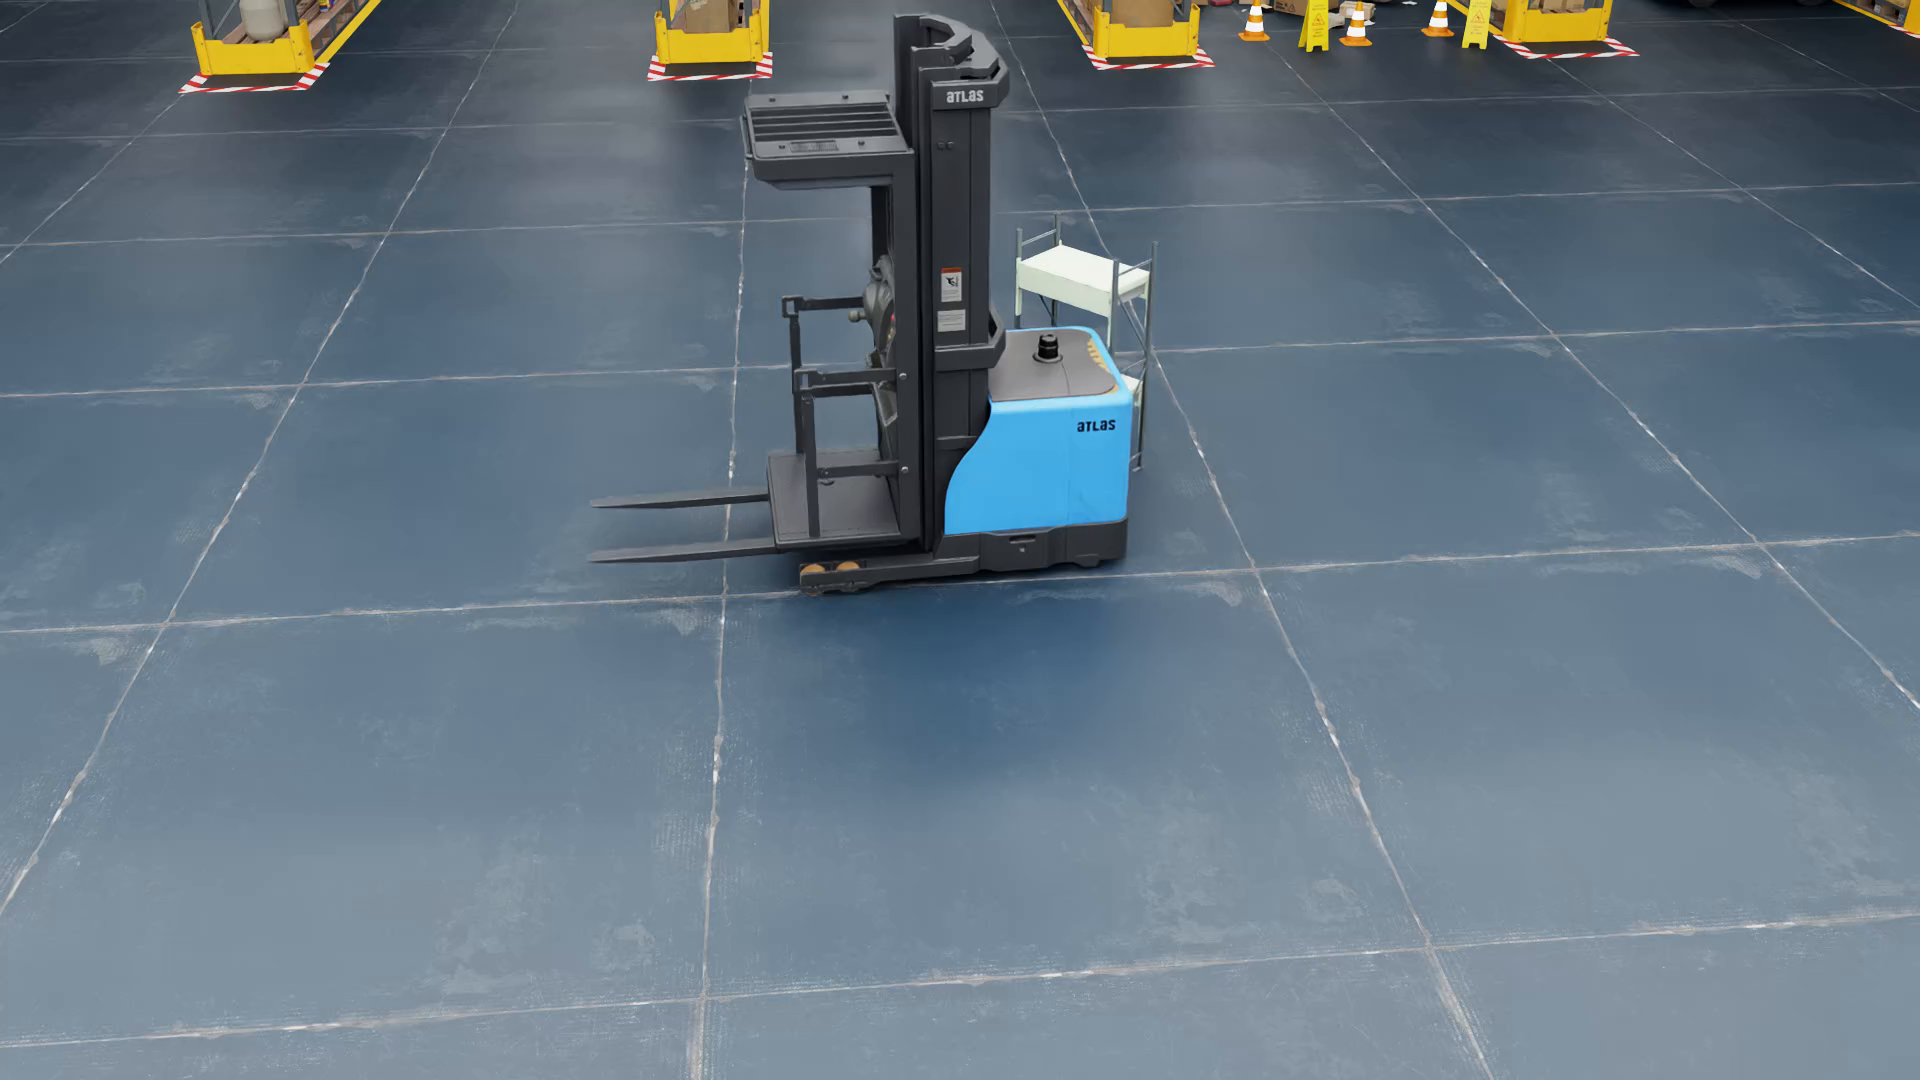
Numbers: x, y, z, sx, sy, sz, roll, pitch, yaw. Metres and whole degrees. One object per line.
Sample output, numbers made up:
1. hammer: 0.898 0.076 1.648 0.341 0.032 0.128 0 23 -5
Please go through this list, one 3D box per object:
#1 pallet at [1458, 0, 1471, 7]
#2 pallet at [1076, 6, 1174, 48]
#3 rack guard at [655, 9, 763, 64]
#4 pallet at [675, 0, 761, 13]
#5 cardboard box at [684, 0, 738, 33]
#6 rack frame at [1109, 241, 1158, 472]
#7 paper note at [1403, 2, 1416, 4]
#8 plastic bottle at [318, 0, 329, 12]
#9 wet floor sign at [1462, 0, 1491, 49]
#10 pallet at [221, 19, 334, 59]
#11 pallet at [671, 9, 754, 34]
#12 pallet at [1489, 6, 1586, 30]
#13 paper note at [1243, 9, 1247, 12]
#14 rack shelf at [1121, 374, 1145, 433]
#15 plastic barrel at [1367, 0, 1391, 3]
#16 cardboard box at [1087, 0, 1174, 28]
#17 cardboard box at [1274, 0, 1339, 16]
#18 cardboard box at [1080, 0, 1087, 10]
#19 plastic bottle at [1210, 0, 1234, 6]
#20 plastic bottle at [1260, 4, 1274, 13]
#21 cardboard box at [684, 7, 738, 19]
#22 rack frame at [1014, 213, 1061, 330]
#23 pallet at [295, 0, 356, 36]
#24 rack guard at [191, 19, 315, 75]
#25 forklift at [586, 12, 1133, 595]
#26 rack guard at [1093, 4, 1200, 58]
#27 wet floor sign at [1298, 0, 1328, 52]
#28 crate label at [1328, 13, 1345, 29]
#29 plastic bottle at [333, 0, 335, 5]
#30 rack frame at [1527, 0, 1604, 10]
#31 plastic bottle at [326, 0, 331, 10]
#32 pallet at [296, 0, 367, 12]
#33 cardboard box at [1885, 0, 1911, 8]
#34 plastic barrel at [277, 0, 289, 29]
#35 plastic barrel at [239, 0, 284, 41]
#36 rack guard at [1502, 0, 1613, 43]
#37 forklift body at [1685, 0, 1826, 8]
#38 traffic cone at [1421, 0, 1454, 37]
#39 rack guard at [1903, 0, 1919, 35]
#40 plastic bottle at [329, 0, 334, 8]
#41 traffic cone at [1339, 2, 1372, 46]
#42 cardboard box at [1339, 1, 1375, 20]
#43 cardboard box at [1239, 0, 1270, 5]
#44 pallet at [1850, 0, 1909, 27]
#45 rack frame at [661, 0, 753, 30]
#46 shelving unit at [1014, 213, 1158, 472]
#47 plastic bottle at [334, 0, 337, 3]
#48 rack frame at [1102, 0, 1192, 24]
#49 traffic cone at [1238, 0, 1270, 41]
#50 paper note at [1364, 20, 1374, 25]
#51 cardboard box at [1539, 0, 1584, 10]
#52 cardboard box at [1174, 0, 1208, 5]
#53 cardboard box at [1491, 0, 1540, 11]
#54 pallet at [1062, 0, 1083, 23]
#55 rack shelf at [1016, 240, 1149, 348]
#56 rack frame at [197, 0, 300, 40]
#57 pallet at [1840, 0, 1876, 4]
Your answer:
1. pallet: 6.885 -7.081 21.399 1.003 0.211 1.213 -3 31 -5
2. pallet: 1.972 -6.120 19.791 1.003 0.211 1.213 -3 31 -5
3. rack guard: -2.831 -5.692 18.793 1.175 0.500 0.348 -3 31 -5
4. pallet: -2.982 -6.606 20.604 1.003 0.211 1.213 -3 31 -5
5. cardboard box: -2.865 -6.154 19.155 0.500 0.500 0.500 3 31 5
6. rack frame: 1.018 -1.031 10.014 0.023 1.500 0.400 25 39 35
7. paper note: 5.735 -6.848 21.185 0.142 0.019 0.148 -14 33 -22
8. plastic bottle: -7.614 -6.448 19.851 0.097 0.271 0.097 0 31 0
9. wet floor sign: 5.996 -6.043 19.237 0.267 0.644 0.232 8 32 13
10. pallet: -7.879 -5.744 19.161 1.003 0.211 1.213 -3 31 -5
11. pallet: -2.871 -5.985 19.564 1.003 0.211 1.213 -3 31 -5
12. pallet: 6.995 -6.460 20.359 1.003 0.211 1.213 -3 31 -5
13. paper note: 3.565 -6.647 20.868 0.032 0.001 0.123 13 33 21
14. rack shelf: 0.746 -0.877 10.391 0.720 0.370 0.431 25 39 35
15. plastic barrel: 5.343 -7.078 21.186 0.512 0.421 0.421 20 36 29
16. cardboard box: 1.995 -6.524 19.410 0.875 0.875 0.875 -3 31 -4
17. cardboard box: 4.359 -6.905 20.820 0.637 0.503 0.797 27 40 37
18. cardboard box: 1.911 -6.973 20.162 0.875 0.875 0.875 -3 31 -5
19. plastic bottle: 3.336 -6.843 21.146 0.283 0.061 0.133 -14 33 -22
20. plastic bottle: 3.806 -6.677 20.869 0.133 0.061 0.283 -14 33 -22
21. cardboard box: -2.955 -6.457 19.663 0.500 0.500 0.500 5 31 8
22. rack frame: 0.474 -1.283 10.435 0.023 1.500 0.400 25 39 35
23. pallet: -7.990 -6.365 20.201 1.003 0.211 1.213 -3 31 -5
24. rack guard: -7.809 -5.453 18.392 1.175 0.500 0.348 -3 31 -5
25. forklift: -0.609 -1.243 8.973 3.031 2.935 1.130 -5 31 -8
26. rack guard: 2.127 -5.827 19.019 1.175 0.500 0.348 -3 31 -5
27. wet floor sign: 4.098 -5.982 19.136 0.267 0.644 0.232 -8 32 -13
28. crate label: 4.510 -6.302 20.167 0.250 0.136 0.298 -20 36 -30
29. plastic bottle: -7.646 -6.623 20.144 0.097 0.271 0.097 0 31 0
30. rack frame: 7.043 -7.202 18.882 1.000 3.000 0.127 -3 31 -5
31. plastic bottle: -7.624 -6.471 19.957 0.097 0.201 0.097 0 31 0
32. pallet: -8.107 -6.990 21.246 1.003 0.211 1.213 -3 31 -5
33. cardboard box: 11.626 -6.666 20.257 0.500 0.250 0.500 -3 31 -4
34. plastic barrel: -7.939 -6.190 19.205 0.421 0.512 0.421 0 31 0
35. plastic barrel: -7.892 -5.934 18.776 0.421 0.512 0.421 0 31 0
36. rack guard: 7.036 -6.167 19.588 1.175 0.500 0.348 -3 31 -5
37. forklift body: 9.991 -7.958 20.975 2.313 2.155 1.214 -3 31 -5
38. traffic cone: 5.719 -6.270 19.796 0.336 0.463 0.334 -3 31 -5
39. rack guard: 11.987 -6.356 19.903 1.175 0.500 0.348 -3 31 -5
40. plastic bottle: -7.617 -6.569 20.043 0.061 0.283 0.133 -2 31 -4
41. traffic cone: 4.645 -6.043 19.417 0.336 0.463 0.334 -3 31 -5
42. cardboard box: 4.910 -6.550 20.570 0.380 0.149 0.250 13 33 21
43. cardboard box: 3.745 -6.992 21.197 0.396 0.266 0.258 2 31 4
44. pallet: 11.872 -6.633 20.648 1.003 0.211 1.213 -3 31 -5
45. rack frame: -2.823 -6.727 18.087 1.000 3.000 0.127 -3 31 -5
46. shelving unit: 0.746 -1.157 10.224 0.755 1.500 0.431 25 39 35
47. plastic bottle: -7.655 -6.674 20.230 0.097 0.271 0.097 0 31 0
48. rack frame: 2.124 -6.913 18.398 1.000 3.000 0.127 -3 31 -5
49. traffic cone: 3.489 -6.163 19.617 0.336 0.463 0.334 -3 31 -5
50. paper note: 4.973 -6.314 20.291 0.148 0.019 0.142 -14 33 -22
51. cardboard box: 7.243 -6.627 20.191 0.500 0.250 0.500 -3 31 -5
52. cardboard box: 2.917 -7.140 21.213 0.500 0.500 0.500 2 31 4
53. cardboard box: 6.698 -6.614 20.169 0.500 0.250 0.500 -3 31 -5
54. pallet: 1.861 -6.742 20.831 1.003 0.211 1.213 -3 31 -5
55. rack shelf: 0.746 -1.492 10.024 0.720 0.370 0.431 25 39 35
56. rack frame: -7.755 -6.490 17.690 1.000 3.000 0.127 -3 31 -5
57. pallet: 11.761 -7.254 21.689 1.003 0.211 1.213 -3 31 -5
